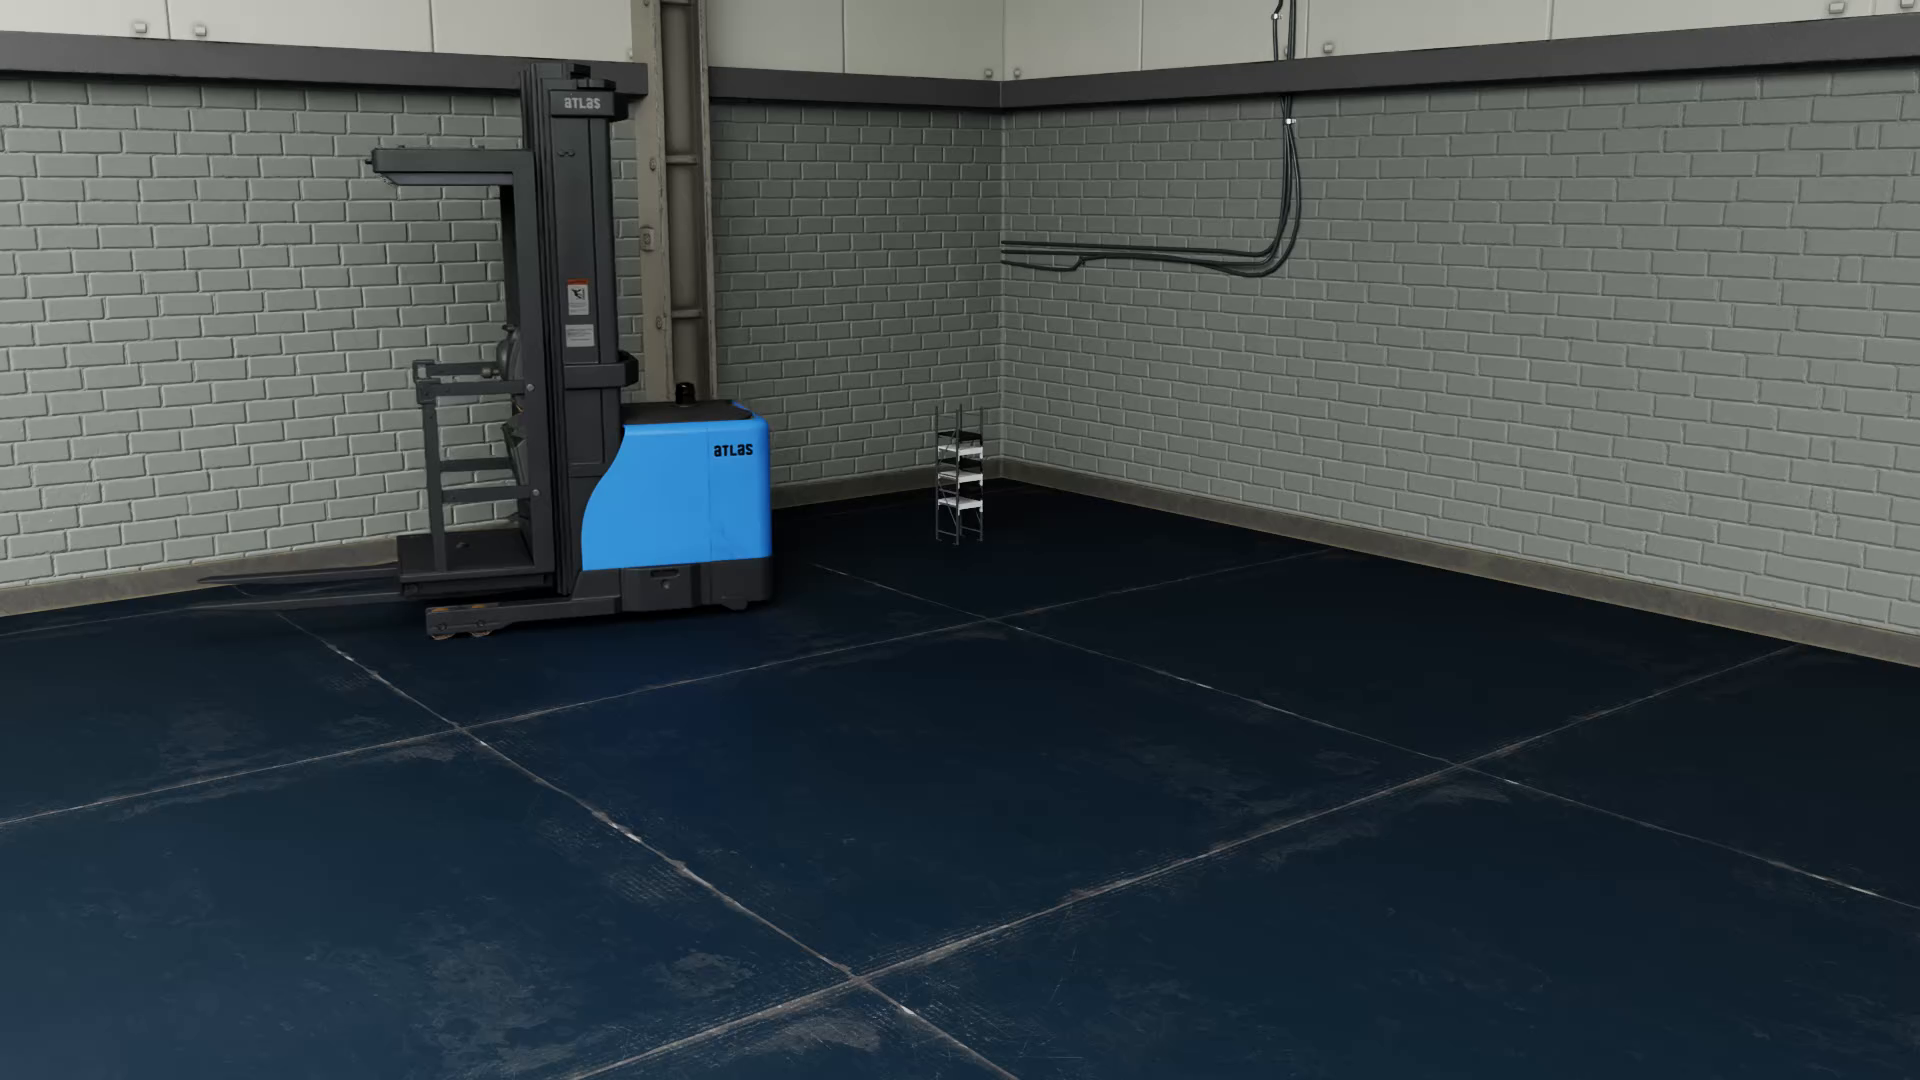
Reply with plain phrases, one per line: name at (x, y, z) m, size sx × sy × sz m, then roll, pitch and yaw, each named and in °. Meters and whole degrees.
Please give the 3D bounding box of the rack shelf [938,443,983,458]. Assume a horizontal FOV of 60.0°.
rack shelf at (-0.006, -0.583, 11.000) m, size 0.200 × 0.077 × 0.258 m, roll -9°, pitch 15°, yaw -38°

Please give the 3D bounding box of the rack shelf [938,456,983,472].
rack shelf at (-0.006, -0.495, 11.019) m, size 0.200 × 0.077 × 0.258 m, roll -9°, pitch 15°, yaw -38°

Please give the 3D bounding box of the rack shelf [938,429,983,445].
rack shelf at (-0.006, -0.671, 10.981) m, size 0.200 × 0.077 × 0.258 m, roll -9°, pitch 15°, yaw -38°

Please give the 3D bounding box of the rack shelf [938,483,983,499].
rack shelf at (-0.006, -0.318, 11.056) m, size 0.200 × 0.077 × 0.258 m, roll -9°, pitch 15°, yaw -38°

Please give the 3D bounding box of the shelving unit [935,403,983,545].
shelving unit at (-0.006, -0.439, 11.030) m, size 0.210 × 0.900 × 0.258 m, roll -9°, pitch 15°, yaw -38°

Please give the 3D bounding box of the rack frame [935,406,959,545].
rack frame at (-0.086, -0.426, 10.968) m, size 0.006 × 0.900 × 0.240 m, roll -9°, pitch 15°, yaw -38°

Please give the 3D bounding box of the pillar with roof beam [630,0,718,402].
pillar with roof beam at (0.779, -3.808, 7.395) m, size 0.400 × 9.000 × 9.100 m, roll -9°, pitch 15°, yaw -38°

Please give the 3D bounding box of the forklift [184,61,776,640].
forklift at (-2.604, -1.036, 8.951) m, size 3.031 × 2.935 × 1.130 m, roll -4°, pitch 13°, yaw -18°

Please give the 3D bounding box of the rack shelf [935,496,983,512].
rack shelf at (-0.006, -0.230, 11.075) m, size 0.200 × 0.077 × 0.258 m, roll -9°, pitch 15°, yaw -38°

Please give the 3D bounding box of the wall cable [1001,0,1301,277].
wall cable at (1.216, -3.155, 11.796) m, size 0.112 × 2.526 × 3.097 m, roll -9°, pitch 15°, yaw -38°

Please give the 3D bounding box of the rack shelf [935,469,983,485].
rack shelf at (-0.006, -0.407, 11.037) m, size 0.200 × 0.077 × 0.258 m, roll -9°, pitch 15°, yaw -38°

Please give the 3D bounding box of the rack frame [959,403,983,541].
rack frame at (0.073, -0.452, 11.092) m, size 0.006 × 0.900 × 0.240 m, roll -9°, pitch 15°, yaw -38°
